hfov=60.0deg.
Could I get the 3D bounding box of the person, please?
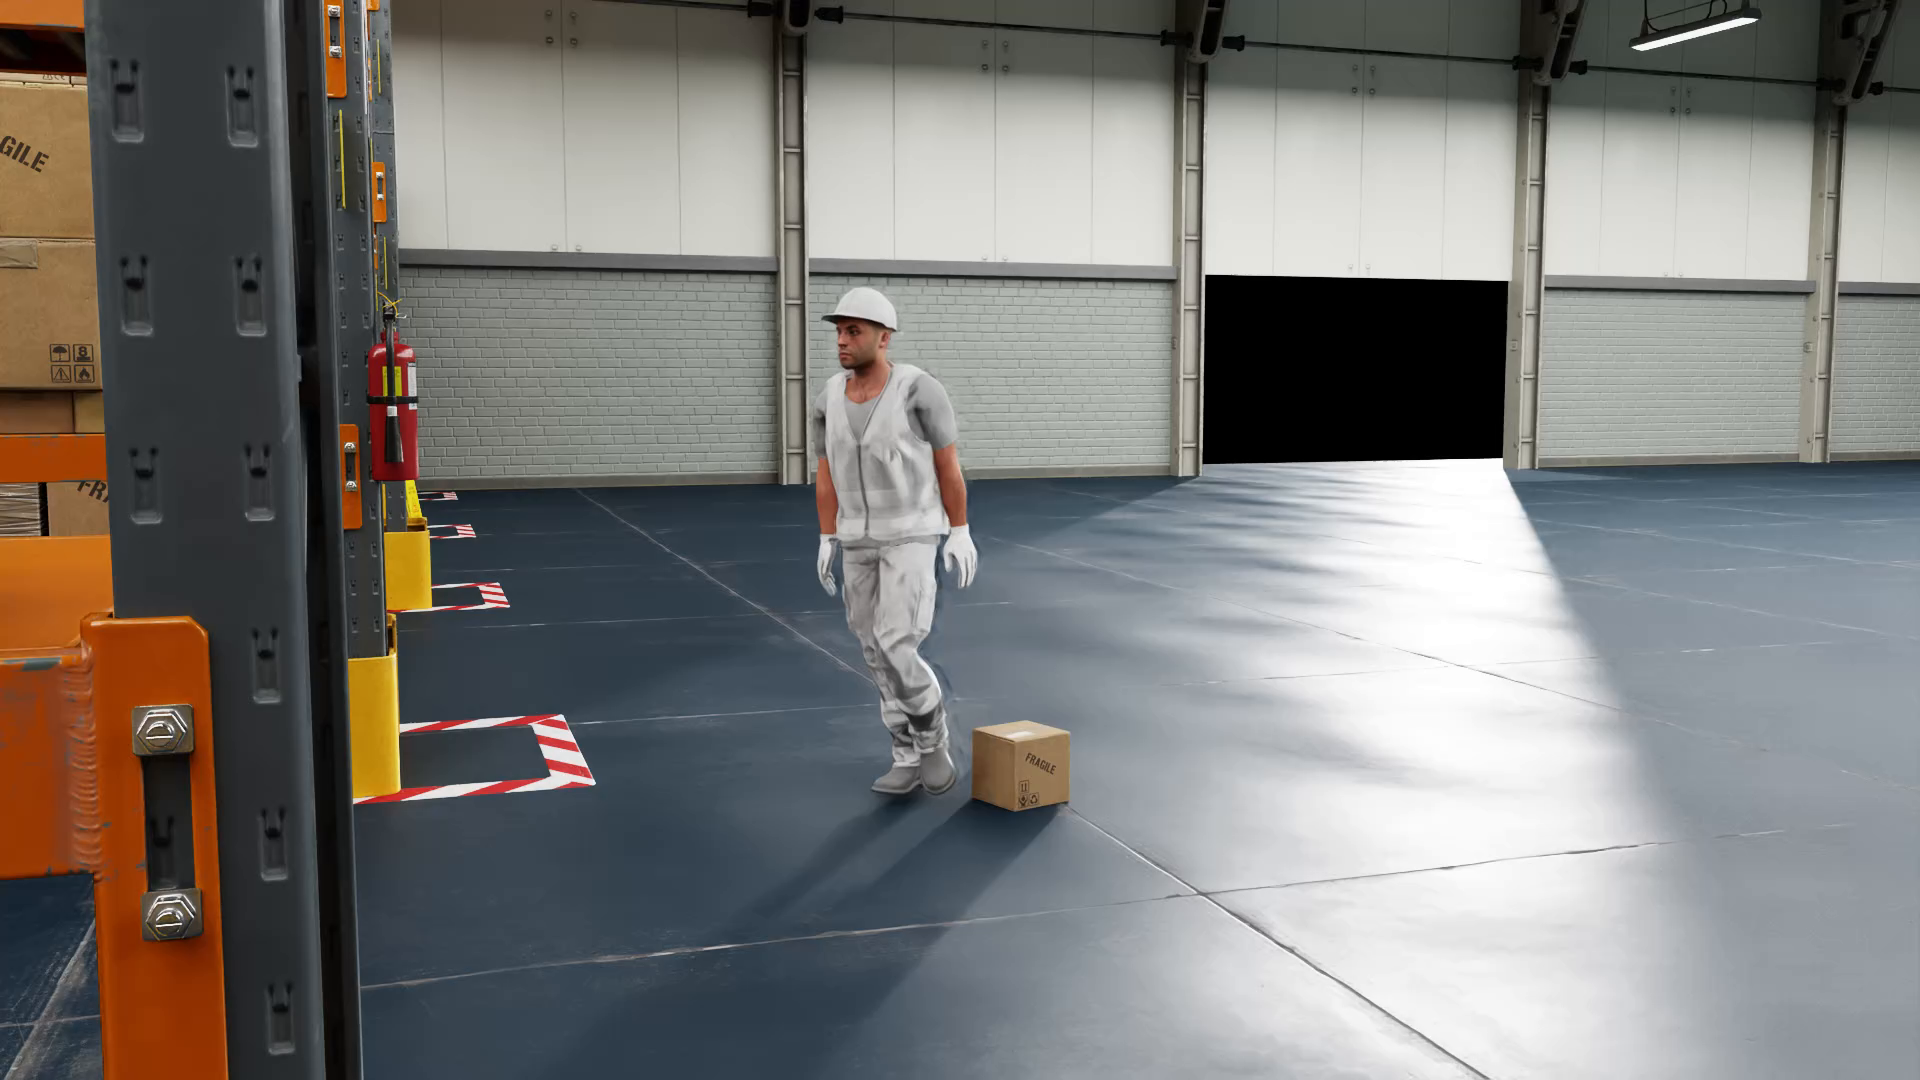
[{"bbox_3d":[-0.252,0.020,5.767,0.580,1.769,0.483,3,7,31],"label":"person"}]
